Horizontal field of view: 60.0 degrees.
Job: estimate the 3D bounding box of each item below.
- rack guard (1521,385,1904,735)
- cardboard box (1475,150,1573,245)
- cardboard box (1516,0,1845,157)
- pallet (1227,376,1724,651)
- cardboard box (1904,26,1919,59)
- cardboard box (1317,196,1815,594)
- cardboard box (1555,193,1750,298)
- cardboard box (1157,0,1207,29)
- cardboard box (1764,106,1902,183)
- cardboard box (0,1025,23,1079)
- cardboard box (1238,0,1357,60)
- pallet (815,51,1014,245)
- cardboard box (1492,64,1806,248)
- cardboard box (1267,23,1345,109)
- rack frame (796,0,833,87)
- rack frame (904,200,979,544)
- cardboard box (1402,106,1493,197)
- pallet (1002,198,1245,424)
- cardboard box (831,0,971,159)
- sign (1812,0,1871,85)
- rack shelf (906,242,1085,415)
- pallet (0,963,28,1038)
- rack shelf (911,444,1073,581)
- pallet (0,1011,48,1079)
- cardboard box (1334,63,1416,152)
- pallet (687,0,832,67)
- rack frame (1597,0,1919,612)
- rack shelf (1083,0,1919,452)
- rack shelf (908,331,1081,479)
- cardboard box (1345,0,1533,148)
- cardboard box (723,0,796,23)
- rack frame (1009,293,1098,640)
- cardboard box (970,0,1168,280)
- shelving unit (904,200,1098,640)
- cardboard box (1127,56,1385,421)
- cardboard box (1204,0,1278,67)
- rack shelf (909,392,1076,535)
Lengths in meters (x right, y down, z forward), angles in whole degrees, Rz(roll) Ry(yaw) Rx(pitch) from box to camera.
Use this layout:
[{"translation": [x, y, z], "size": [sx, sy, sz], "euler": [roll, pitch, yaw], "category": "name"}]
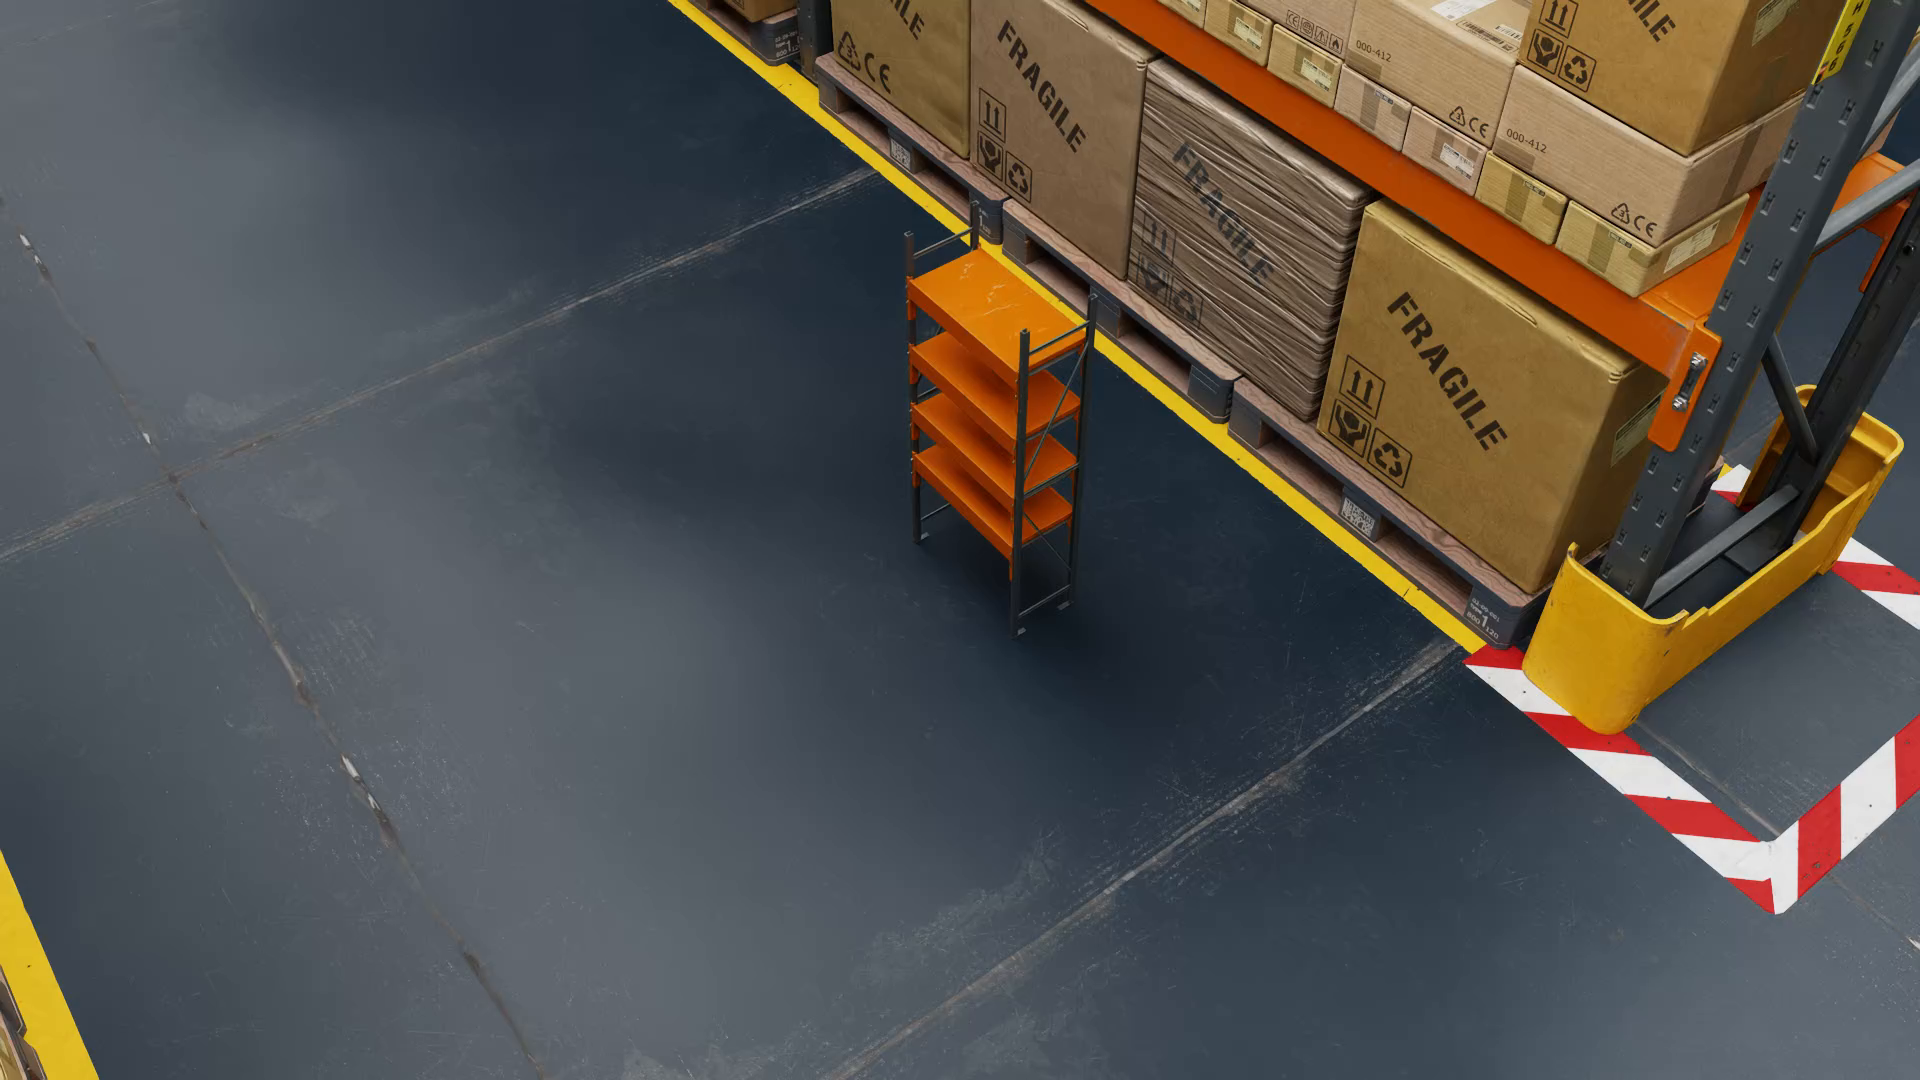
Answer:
[{"translation": [2.200, 0.045, 4.872], "size": [1.175, 0.500, 0.348], "euler": [-29, 54, -24], "category": "rack guard"}, {"translation": [1.549, -0.939, 4.246], "size": [0.380, 0.149, 0.250], "euler": [-29, 54, -24], "category": "cardboard box"}, {"translation": [1.681, -1.279, 3.779], "size": [0.500, 0.500, 0.500], "euler": [-29, 54, -24], "category": "cardboard box"}, {"translation": [1.639, -0.308, 5.387], "size": [1.003, 0.211, 1.213], "euler": [-29, 54, -24], "category": "pallet"}, {"translation": [2.110, -1.262, 4.270], "size": [0.500, 0.250, 0.500], "euler": [-31, 55, -25], "category": "cardboard box"}, {"translation": [1.734, -0.577, 4.899], "size": [0.875, 0.875, 0.875], "euler": [-29, 54, -24], "category": "cardboard box"}, {"translation": [1.708, -0.786, 4.108], "size": [0.380, 0.149, 0.250], "euler": [-28, 54, -23], "category": "cardboard box"}, {"translation": [0.783, -1.688, 4.925], "size": [0.380, 0.149, 0.250], "euler": [-28, 54, -23], "category": "cardboard box"}, {"translation": [2.233, -1.081, 4.375], "size": [0.380, 0.149, 0.250], "euler": [-29, 54, -24], "category": "cardboard box"}, {"translation": [-2.333, 1.260, 3.724], "size": [0.380, 0.149, 0.250], "euler": [-29, 54, -24], "category": "cardboard box"}, {"translation": [1.066, -1.624, 4.598], "size": [0.500, 0.250, 0.500], "euler": [-31, 55, -25], "category": "cardboard box"}, {"translation": [0.162, -1.747, 6.691], "size": [1.003, 0.211, 1.213], "euler": [-29, 54, -24], "category": "pallet"}, {"translation": [1.681, -1.025, 4.055], "size": [0.500, 0.250, 0.500], "euler": [-30, 55, -25], "category": "cardboard box"}, {"translation": [1.088, -1.388, 4.653], "size": [0.380, 0.149, 0.250], "euler": [-31, 55, -25], "category": "cardboard box"}, {"translation": [-0.236, -3.167, 6.096], "size": [1.000, 3.000, 0.127], "euler": [-29, 54, -24], "category": "rack frame"}, {"translation": [-0.048, -0.449, 4.847], "size": [0.240, 1.200, 0.015], "euler": [-29, 54, -24], "category": "rack frame"}, {"translation": [1.397, -1.088, 4.381], "size": [0.380, 0.149, 0.250], "euler": [-29, 54, -24], "category": "cardboard box"}, {"translation": [0.905, -1.027, 6.039], "size": [1.003, 0.211, 1.213], "euler": [-29, 54, -24], "category": "pallet"}, {"translation": [0.100, -2.169, 6.343], "size": [0.875, 0.875, 0.875], "euler": [-29, 54, -24], "category": "cardboard box"}, {"translation": [1.745, -1.042, 3.228], "size": [0.100, 0.325, 0.005], "euler": [-29, 54, -24], "category": "sign"}, {"translation": [0.100, -0.569, 4.426], "size": [0.258, 0.148, 0.480], "euler": [-29, 54, -24], "category": "rack shelf"}, {"translation": [-3.067, 1.035, 4.169], "size": [1.003, 0.211, 1.213], "euler": [-29, 54, -24], "category": "pallet"}, {"translation": [0.100, -0.127, 4.914], "size": [0.258, 0.148, 0.480], "euler": [-29, 54, -24], "category": "rack shelf"}, {"translation": [-2.333, 1.754, 3.518], "size": [1.003, 0.211, 1.213], "euler": [-29, 54, -24], "category": "pallet"}, {"translation": [1.247, -1.236, 4.515], "size": [0.380, 0.149, 0.250], "euler": [-29, 54, -23], "category": "cardboard box"}, {"translation": [-0.763, -2.652, 7.511], "size": [1.003, 0.211, 1.213], "euler": [-29, 54, -24], "category": "pallet"}, {"translation": [2.186, -0.808, 3.958], "size": [1.000, 3.000, 0.127], "euler": [-29, 54, -24], "category": "rack frame"}, {"translation": [0.975, -1.746, 5.294], "size": [1.077, 0.370, 4.000], "euler": [-29, 54, -24], "category": "rack shelf"}, {"translation": [0.100, -0.410, 4.601], "size": [0.258, 0.148, 0.480], "euler": [-29, 54, -24], "category": "rack shelf"}, {"translation": [1.374, -1.324, 4.326], "size": [0.500, 0.250, 0.500], "euler": [-30, 55, -25], "category": "cardboard box"}, {"translation": [-0.640, -2.963, 7.062], "size": [1.225, 0.875, 0.875], "euler": [-29, 54, -24], "category": "cardboard box"}, {"translation": [0.248, -0.162, 4.587], "size": [0.240, 1.200, 0.015], "euler": [-29, 54, -24], "category": "rack frame"}, {"translation": [0.645, -1.639, 5.862], "size": [0.875, 0.875, 0.875], "euler": [-29, 54, -24], "category": "cardboard box"}, {"translation": [0.100, -0.305, 4.717], "size": [0.258, 1.200, 0.503], "euler": [-29, 54, -24], "category": "shelving unit"}, {"translation": [1.183, -1.114, 5.386], "size": [0.875, 0.875, 0.875], "euler": [-29, 54, -24], "category": "cardboard box"}, {"translation": [0.931, -1.541, 4.792], "size": [0.380, 0.149, 0.250], "euler": [-29, 54, -24], "category": "cardboard box"}, {"translation": [0.100, -0.260, 4.767], "size": [0.258, 0.148, 0.480], "euler": [-29, 54, -24], "category": "rack shelf"}]
